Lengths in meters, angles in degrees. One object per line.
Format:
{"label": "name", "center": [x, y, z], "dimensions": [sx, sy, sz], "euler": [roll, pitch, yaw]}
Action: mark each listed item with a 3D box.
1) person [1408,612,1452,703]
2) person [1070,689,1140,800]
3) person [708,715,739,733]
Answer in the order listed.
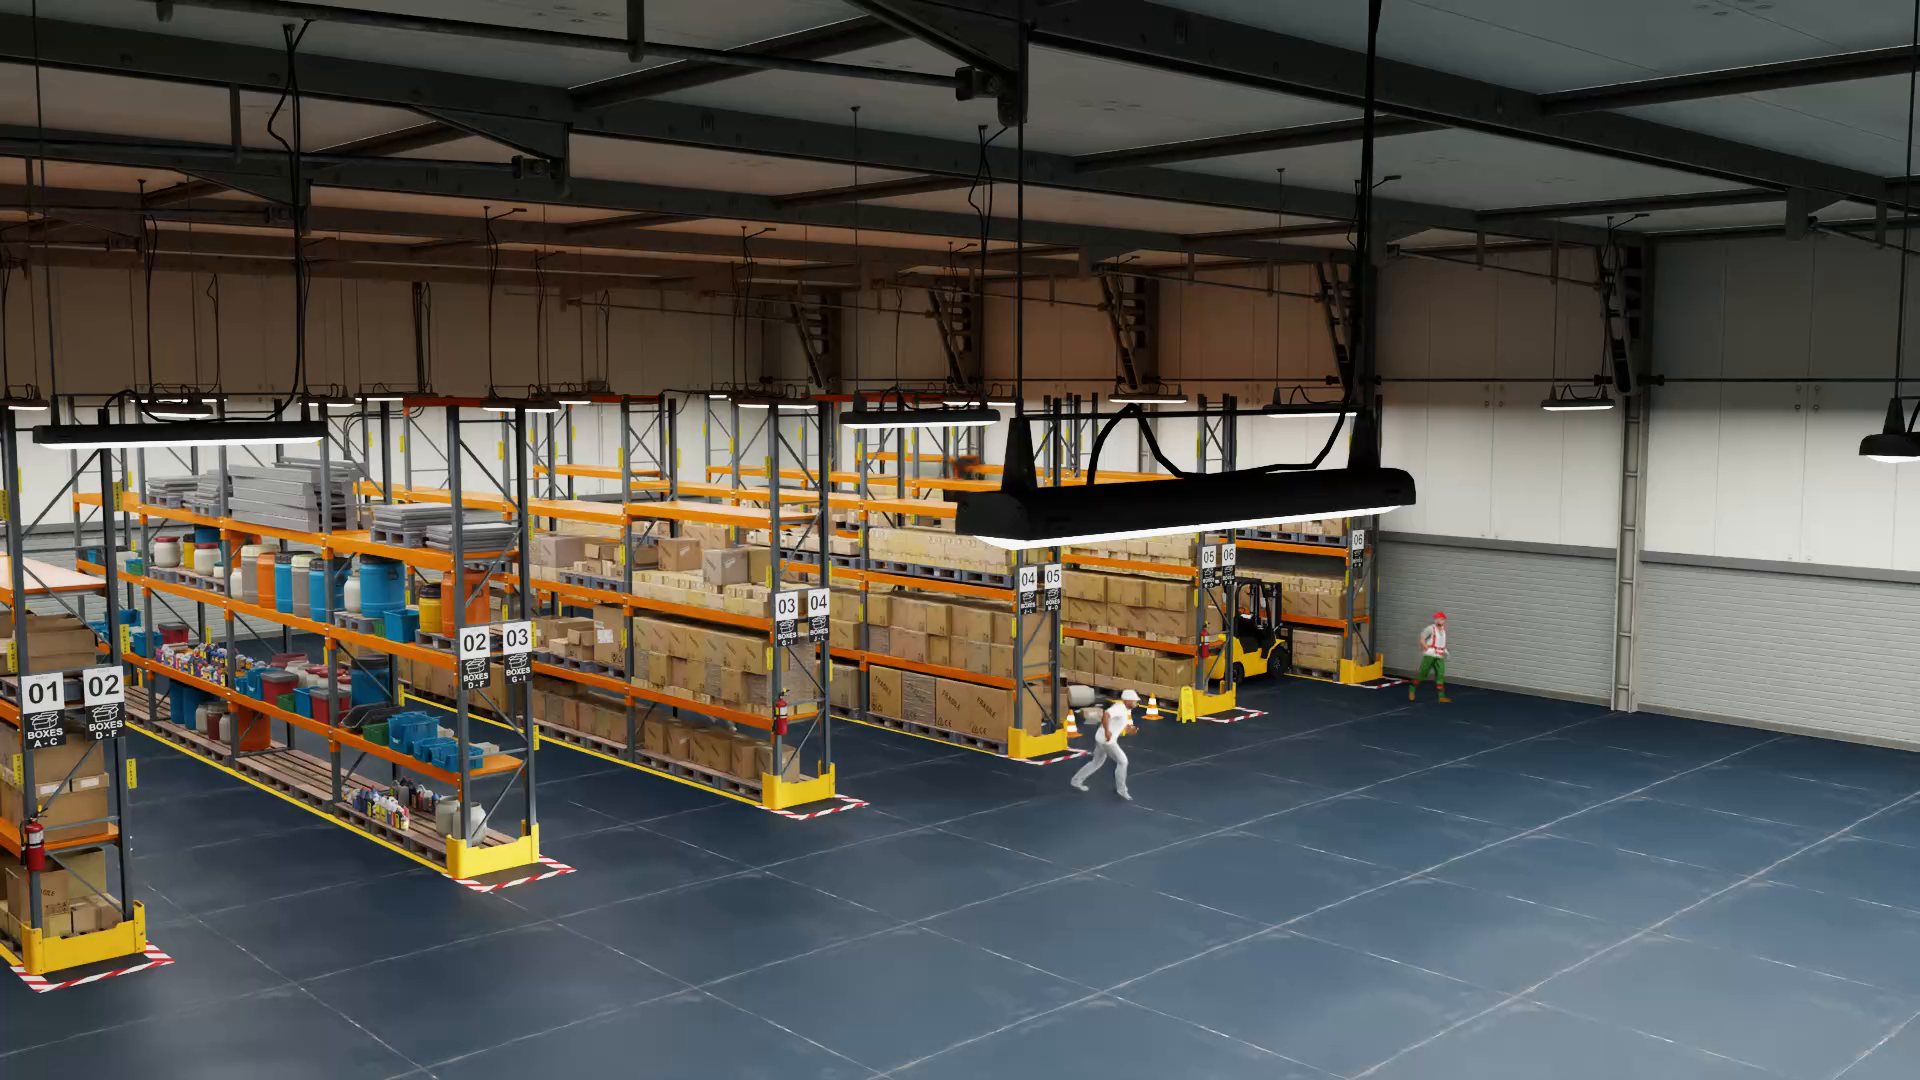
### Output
{"label": "person", "center": [9.280, 2.274, 32.408], "dimensions": [0.710, 1.768, 1.010], "euler": [-3, 6, -27]}
{"label": "person", "center": [2.193, 3.101, 25.104], "dimensions": [1.039, 1.719, 0.747], "euler": [1, 6, 8]}
{"label": "person", "center": [-4.311, 2.697, 29.971], "dimensions": [0.578, 1.547, 0.917], "euler": [-5, 7, -40]}
